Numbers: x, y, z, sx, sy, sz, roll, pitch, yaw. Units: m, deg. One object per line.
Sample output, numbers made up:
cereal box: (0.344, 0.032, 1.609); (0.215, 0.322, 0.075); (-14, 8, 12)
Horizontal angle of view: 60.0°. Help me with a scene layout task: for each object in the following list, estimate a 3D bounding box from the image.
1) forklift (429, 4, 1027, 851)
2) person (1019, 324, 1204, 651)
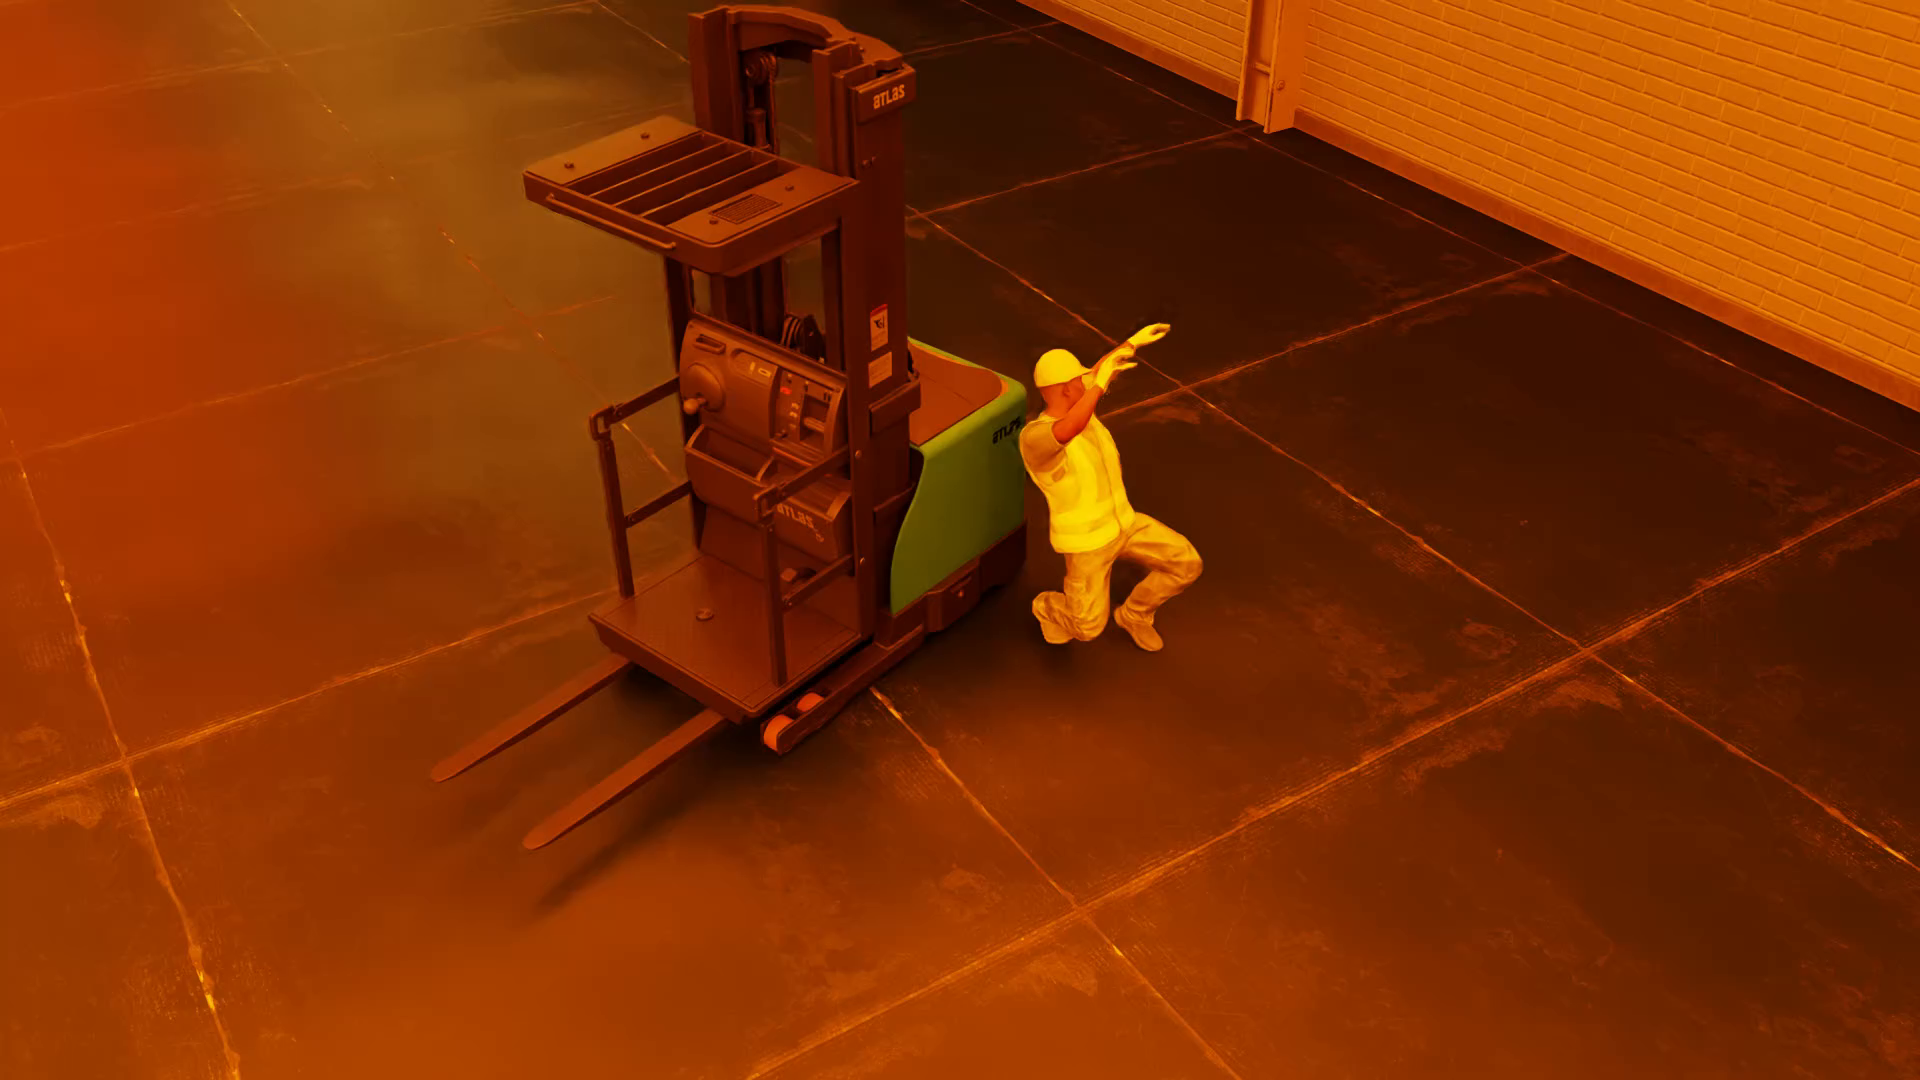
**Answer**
forklift: (-0.990, -0.584, 6.979); (1.130, 2.935, 3.031); (25, 42, 31)
person: (0.804, -0.249, 7.655); (0.832, 1.652, 1.143); (25, 42, 31)
